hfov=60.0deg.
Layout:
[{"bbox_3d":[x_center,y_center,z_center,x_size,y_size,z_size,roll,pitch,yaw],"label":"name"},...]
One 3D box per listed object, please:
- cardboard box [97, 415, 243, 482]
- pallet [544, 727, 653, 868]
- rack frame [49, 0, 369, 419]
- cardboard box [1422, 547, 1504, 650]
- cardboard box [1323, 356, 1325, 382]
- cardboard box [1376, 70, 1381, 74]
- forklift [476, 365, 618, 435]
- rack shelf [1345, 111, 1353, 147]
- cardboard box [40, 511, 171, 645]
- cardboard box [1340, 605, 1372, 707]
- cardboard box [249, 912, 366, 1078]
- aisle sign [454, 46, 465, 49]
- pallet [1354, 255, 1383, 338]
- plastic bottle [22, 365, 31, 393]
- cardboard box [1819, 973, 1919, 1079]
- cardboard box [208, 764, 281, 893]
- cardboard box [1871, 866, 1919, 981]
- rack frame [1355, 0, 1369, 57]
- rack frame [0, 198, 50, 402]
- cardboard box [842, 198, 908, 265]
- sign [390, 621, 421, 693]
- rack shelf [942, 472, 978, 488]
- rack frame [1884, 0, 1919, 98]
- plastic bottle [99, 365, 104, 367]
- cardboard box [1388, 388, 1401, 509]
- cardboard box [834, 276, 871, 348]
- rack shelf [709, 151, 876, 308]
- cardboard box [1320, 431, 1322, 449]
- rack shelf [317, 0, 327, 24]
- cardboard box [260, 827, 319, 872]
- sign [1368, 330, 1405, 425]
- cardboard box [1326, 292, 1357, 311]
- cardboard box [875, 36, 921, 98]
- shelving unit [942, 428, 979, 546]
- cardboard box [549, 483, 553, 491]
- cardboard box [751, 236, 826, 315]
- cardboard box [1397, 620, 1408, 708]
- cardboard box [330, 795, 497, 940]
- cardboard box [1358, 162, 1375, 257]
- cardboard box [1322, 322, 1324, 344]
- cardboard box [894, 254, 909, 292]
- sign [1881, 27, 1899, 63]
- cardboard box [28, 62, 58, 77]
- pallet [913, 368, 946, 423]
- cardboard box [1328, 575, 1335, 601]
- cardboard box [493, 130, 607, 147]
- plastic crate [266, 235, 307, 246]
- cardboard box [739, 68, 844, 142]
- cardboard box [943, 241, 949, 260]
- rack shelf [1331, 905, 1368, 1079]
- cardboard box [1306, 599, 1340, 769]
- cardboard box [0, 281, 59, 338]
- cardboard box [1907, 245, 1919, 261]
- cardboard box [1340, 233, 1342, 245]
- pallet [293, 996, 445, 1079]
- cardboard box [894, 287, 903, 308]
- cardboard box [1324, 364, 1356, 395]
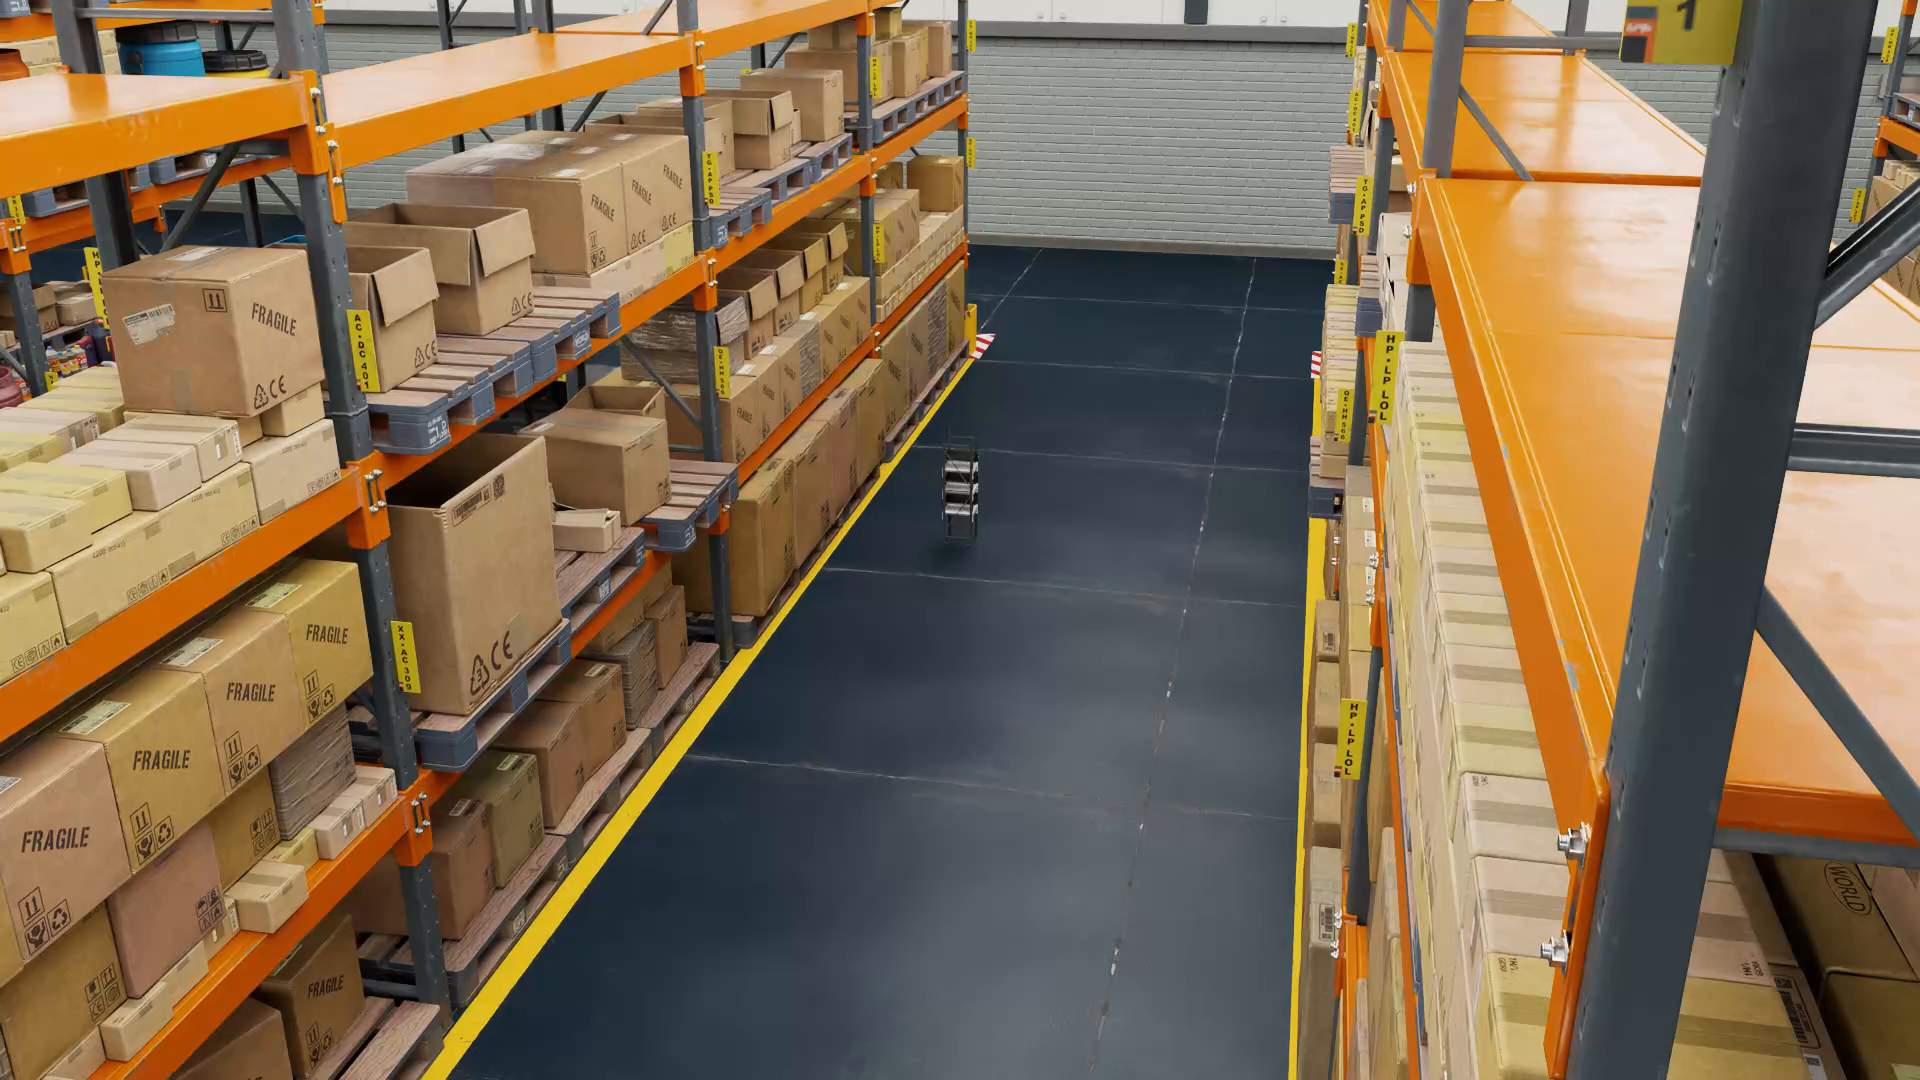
[{"bbox_3d":[-2.758,-0.321,5.817,0.380,0.149,0.250,3,22,8],"label":"cardboard box"},{"bbox_3d":[-2.460,1.417,9.583,1.003,0.211,1.213,4,22,11],"label":"pallet"},{"bbox_3d":[-2.865,-1.927,6.123,1.000,3.000,0.127,4,22,11],"label":"rack frame"},{"bbox_3d":[1.202,0.141,3.576,0.380,0.149,0.250,5,22,11],"label":"cardboard box"},{"bbox_3d":[2.755,-1.190,11.699,0.380,0.149,0.250,4,22,10],"label":"cardboard box"},{"bbox_3d":[3.621,-3.806,13.801,0.380,0.149,0.250,5,23,13],"label":"cardboard box"},{"bbox_3d":[-3.667,-1.342,12.794,1.130,2.935,3.031,6,23,14],"label":"forklift"},{"bbox_3d":[4.011,-3.444,14.868,1.077,0.370,4.000,4,22,11],"label":"rack shelf"},{"bbox_3d":[-2.918,0.098,5.312,0.500,0.250,0.500,4,22,11],"label":"cardboard box"},{"bbox_3d":[2.021,0.644,7.636,0.500,0.500,0.500,5,22,11],"label":"cardboard box"},{"bbox_3d":[-2.985,1.964,7.276,0.500,0.500,0.500,4,22,9],"label":"cardboard box"},{"bbox_3d":[-5.541,-5.165,18.714,0.394,0.787,0.004,4,22,11],"label":"aisle sign"},{"bbox_3d":[2.707,-1.256,8.725,1.213,0.211,1.003,6,23,13],"label":"pallet"},{"bbox_3d":[-7.124,-1.234,12.698,0.097,0.201,0.097,0,22,0],"label":"plastic bottle"},{"bbox_3d":[1.504,0.876,2.285,0.500,0.250,0.500,4,22,11],"label":"cardboard box"},{"bbox_3d":[-3.153,1.012,6.325,0.875,0.500,0.500,4,22,11],"label":"cardboard box"},{"bbox_3d":[1.638,0.565,2.524,0.380,0.149,0.250,4,22,10],"label":"cardboard box"},{"bbox_3d":[4.419,-5.900,15.989,1.000,3.000,0.127,4,22,11],"label":"rack frame"},{"bbox_3d":[-6.897,-0.985,11.813,1.000,3.000,0.127,4,22,11],"label":"rack frame"},{"bbox_3d":[-0.776,-2.821,15.173,0.500,0.500,0.500,4,22,11],"label":"cardboard box"},{"bbox_3d":[-2.332,0.493,6.986,0.100,0.325,0.005,4,22,11],"label":"sign"},{"bbox_3d":[0.002,-0.473,13.202,0.258,0.077,0.200,4,22,11],"label":"rack shelf"},{"bbox_3d":[9.286,-5.560,15.144,1.000,3.000,0.127,4,22,11],"label":"rack frame"},{"bbox_3d":[-6.381,-1.181,12.457,0.061,0.283,0.133,4,22,11],"label":"plastic bottle"},{"bbox_3d":[1.597,-0.273,5.137,0.500,0.250,0.500,5,22,11],"label":"cardboard box"},{"bbox_3d":[-1.060,-1.924,14.013,0.500,0.500,0.500,5,22,11],"label":"cardboard box"},{"bbox_3d":[-1.640,-2.396,12.266,1.077,0.370,4.000,4,22,11],"label":"rack shelf"},{"bbox_3d":[2.542,-0.670,10.807,0.380,0.149,0.250,5,22,12],"label":"cardboard box"},{"bbox_3d":[-5.673,-5.442,16.350,1.077,0.370,4.000,4,22,11],"label":"rack shelf"},{"bbox_3d":[-2.791,1.251,6.599,0.380,0.149,0.250,4,22,11],"label":"cardboard box"},{"bbox_3d":[1.437,-0.544,5.591,0.100,0.325,0.005,4,22,11],"label":"sign"},{"bbox_3d":[3.021,-1.798,12.810,0.380,0.149,0.250,5,22,12],"label":"cardboard box"},{"bbox_3d":[-0.772,-4.416,15.489,0.700,0.500,0.500,5,23,13],"label":"cardboard box"},{"bbox_3d":[0.002,-0.420,13.223,0.258,0.900,0.210,4,22,11],"label":"shelving unit"},{"bbox_3d":[-2.616,-0.137,9.347,0.500,0.250,0.500,4,22,9],"label":"cardboard box"},{"bbox_3d":[-1.506,-2.097,13.099,0.797,0.503,0.637,5,22,12],"label":"cardboard box"},{"bbox_3d":[1.305,0.328,4.179,0.380,0.149,0.250,4,22,11],"label":"cardboard box"},{"bbox_3d":[-2.718,1.588,8.182,0.700,0.500,0.500,3,22,7],"label":"cardboard box"},{"bbox_3d":[2.744,-2.042,10.289,0.500,0.500,0.500,4,22,11],"label":"cardboard box"},{"bbox_3d":[3.072,-1.624,13.175,0.380,0.149,0.250,3,22,8],"label":"cardboard box"},{"bbox_3d":[-0.773,-2.472,15.308,0.500,0.250,0.500,4,22,11],"label":"cardboard box"},{"bbox_3d":[8.743,-4.655,15.637,0.100,0.325,0.005,4,22,11],"label":"sign"},{"bbox_3d":[-10.162,-5.037,18.062,0.500,0.250,0.500,4,22,11],"label":"cardboard box"},{"bbox_3d":[-0.754,-1.496,16.816,1.003,0.211,1.213,4,22,11],"label":"pallet"},{"bbox_3d":[2.665,0.512,10.881,0.500,0.500,0.500,4,22,11],"label":"cardboard box"},{"bbox_3d":[-2.396,-2.124,9.825,0.500,0.500,0.500,5,22,11],"label":"cardboard box"},{"bbox_3d":[-6.320,-2.665,15.926,0.392,0.384,0.575,4,22,11],"label":"plastic crate"},{"bbox_3d":[-1.341,-3.490,13.322,0.700,0.500,0.500,5,22,12],"label":"cardboard box"},{"bbox_3d":[-0.322,-2.982,17.110,0.380,0.149,0.250,5,22,12],"label":"cardboard box"},{"bbox_3d":[1.562,2.336,4.531,1.077,0.370,4.000,4,22,11],"label":"rack shelf"},{"bbox_3d":[2.574,0.873,9.651,1.050,0.750,0.750,4,22,10],"label":"cardboard box"},{"bbox_3d":[-10.551,-2.560,18.478,0.797,0.503,0.637,4,22,11],"label":"cardboard box"},{"bbox_3d":[8.713,-2.755,14.738,0.500,0.500,0.500,4,22,11],"label":"cardboard box"},{"bbox_3d":[3.860,-2.783,15.747,0.500,0.500,0.500,5,22,12],"label":"cardboard box"},{"bbox_3d":[-2.967,2.398,7.148,1.003,0.211,1.213,4,22,11],"label":"pallet"},{"bbox_3d":[-0.739,-2.229,15.239,0.380,0.149,0.250,5,23,13],"label":"cardboard box"},{"bbox_3d":[2.596,-1.046,10.943,0.380,0.149,0.250,5,22,13],"label":"cardboard box"}]
